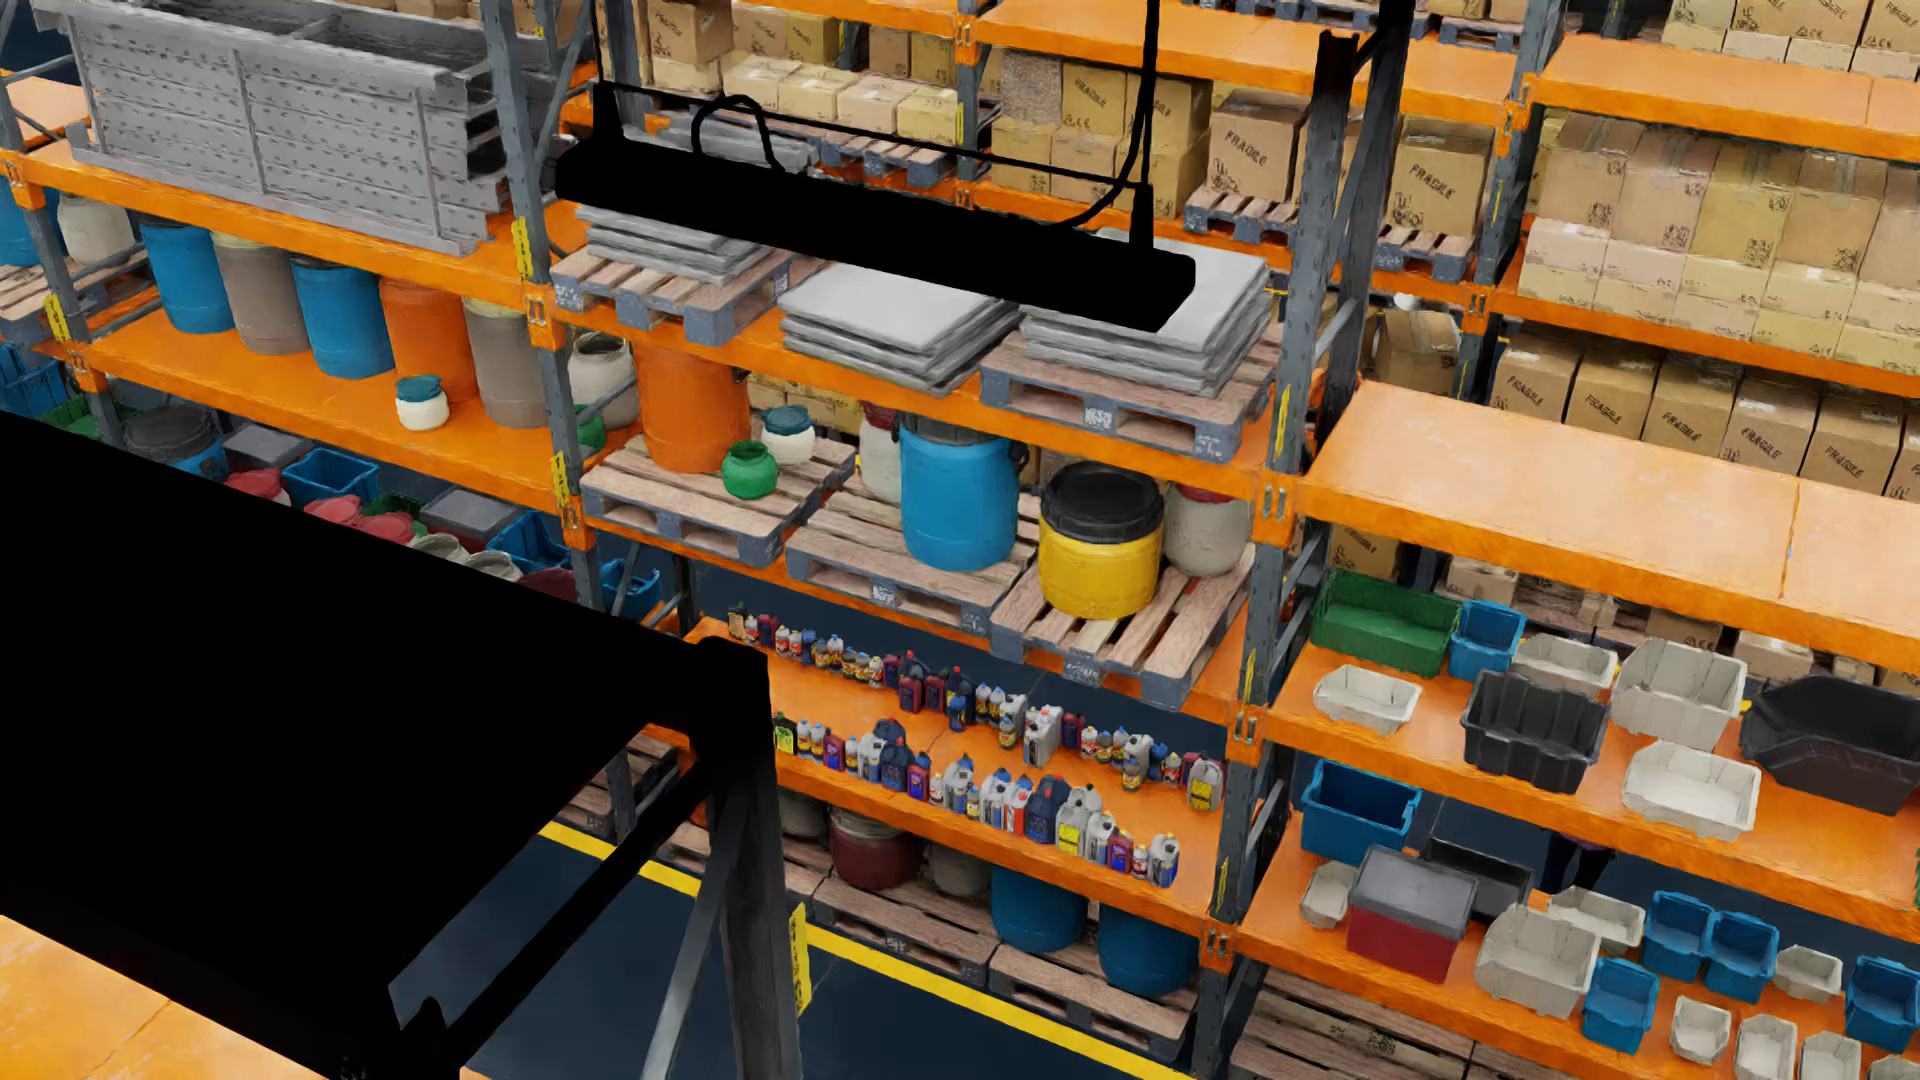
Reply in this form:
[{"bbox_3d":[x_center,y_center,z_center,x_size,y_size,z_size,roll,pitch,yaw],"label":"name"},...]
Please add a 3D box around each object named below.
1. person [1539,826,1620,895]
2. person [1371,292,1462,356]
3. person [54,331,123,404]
[{"bbox_3d":[3.696,1.766,9.986,0.525,1.555,0.354,23,41,29],"label":"person"},{"bbox_3d":[4.391,-2.467,15.870,1.187,1.694,0.601,15,38,20],"label":"person"},{"bbox_3d":[-7.538,-1.411,14.481,0.531,1.629,0.592,15,38,20],"label":"person"}]
